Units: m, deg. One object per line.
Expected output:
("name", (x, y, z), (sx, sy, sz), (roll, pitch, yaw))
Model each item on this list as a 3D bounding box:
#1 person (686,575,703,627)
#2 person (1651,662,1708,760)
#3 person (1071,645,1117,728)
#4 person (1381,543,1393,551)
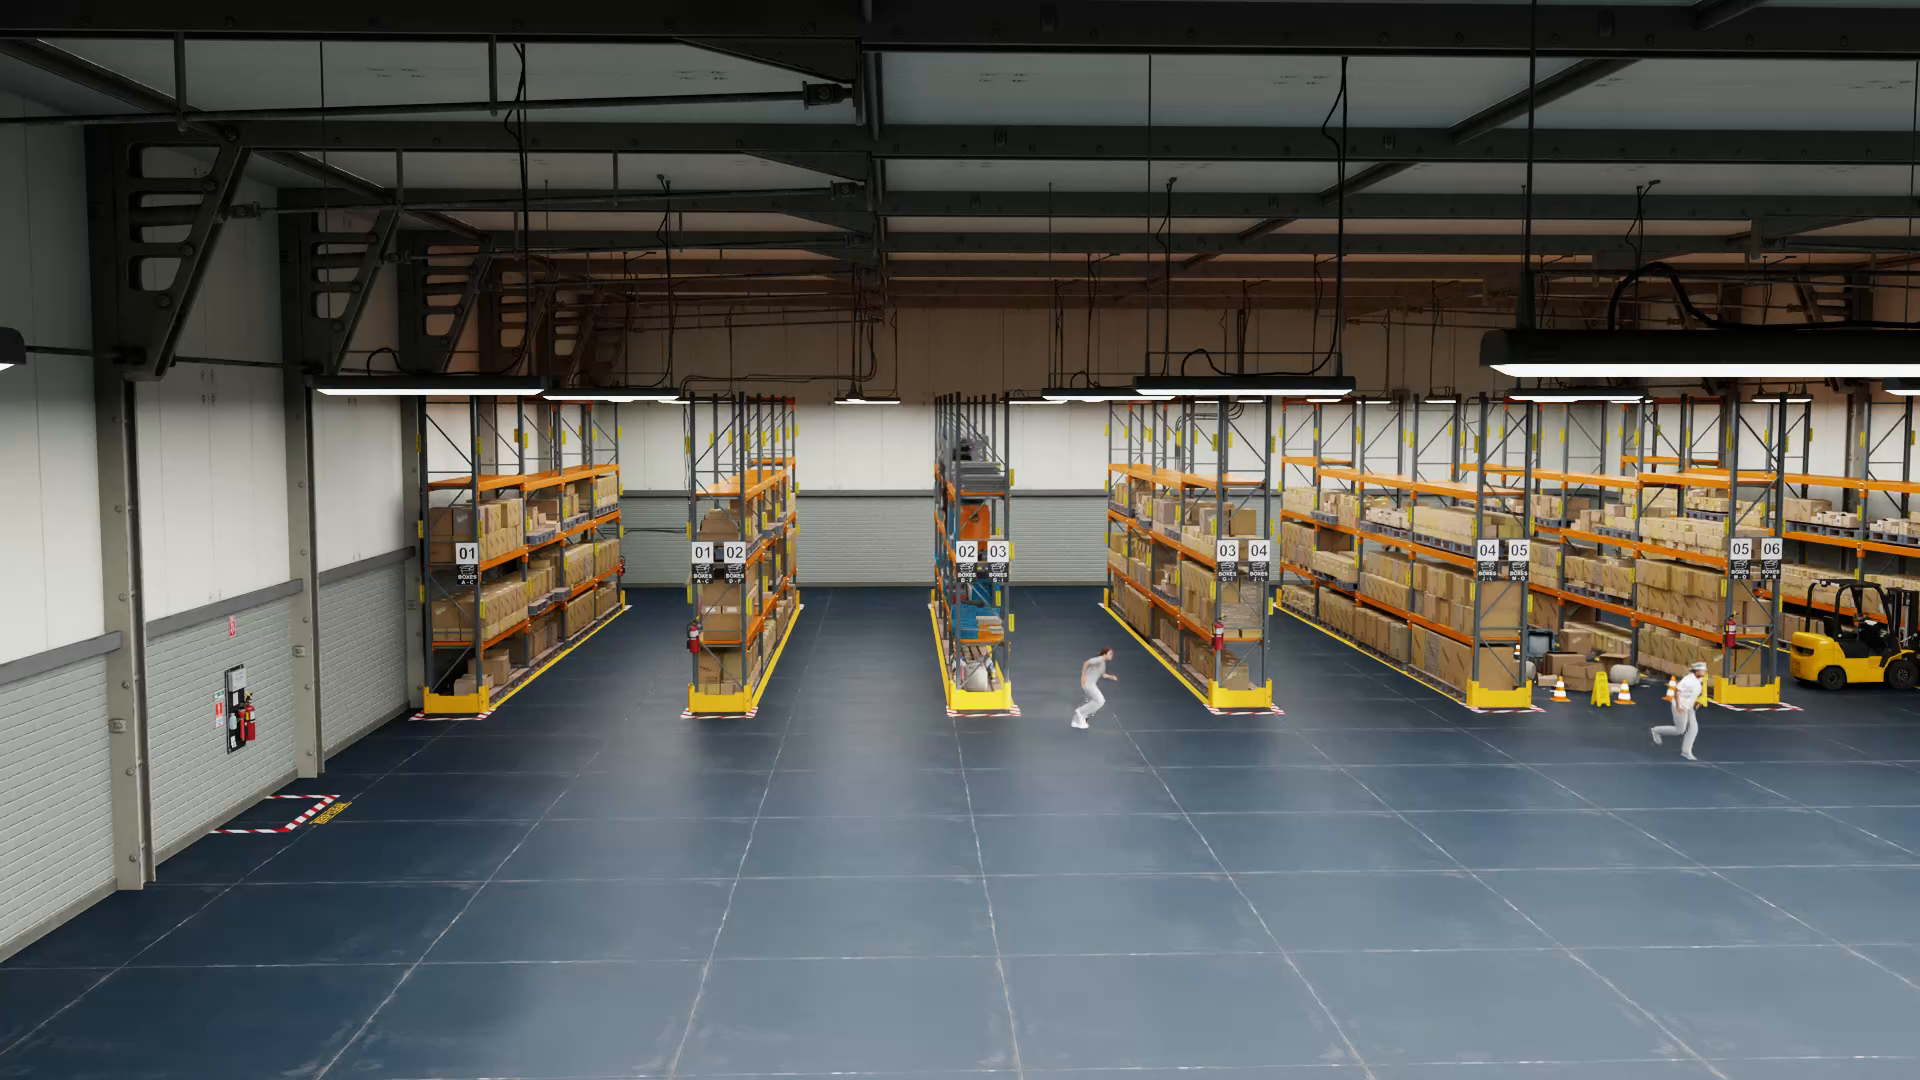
("person", (-6.826, 1.448, 43.236), (0.584, 1.650, 0.800), (0, 5, -5))
("person", (11.796, 2.766, 27.260), (0.864, 1.629, 0.575), (4, 6, 43))
("person", (2.368, 2.613, 29.503), (0.821, 1.504, 0.590), (2, 5, 20))
("person", (12.820, 0.841, 50.077), (0.795, 1.751, 0.664), (-1, 5, -16))
